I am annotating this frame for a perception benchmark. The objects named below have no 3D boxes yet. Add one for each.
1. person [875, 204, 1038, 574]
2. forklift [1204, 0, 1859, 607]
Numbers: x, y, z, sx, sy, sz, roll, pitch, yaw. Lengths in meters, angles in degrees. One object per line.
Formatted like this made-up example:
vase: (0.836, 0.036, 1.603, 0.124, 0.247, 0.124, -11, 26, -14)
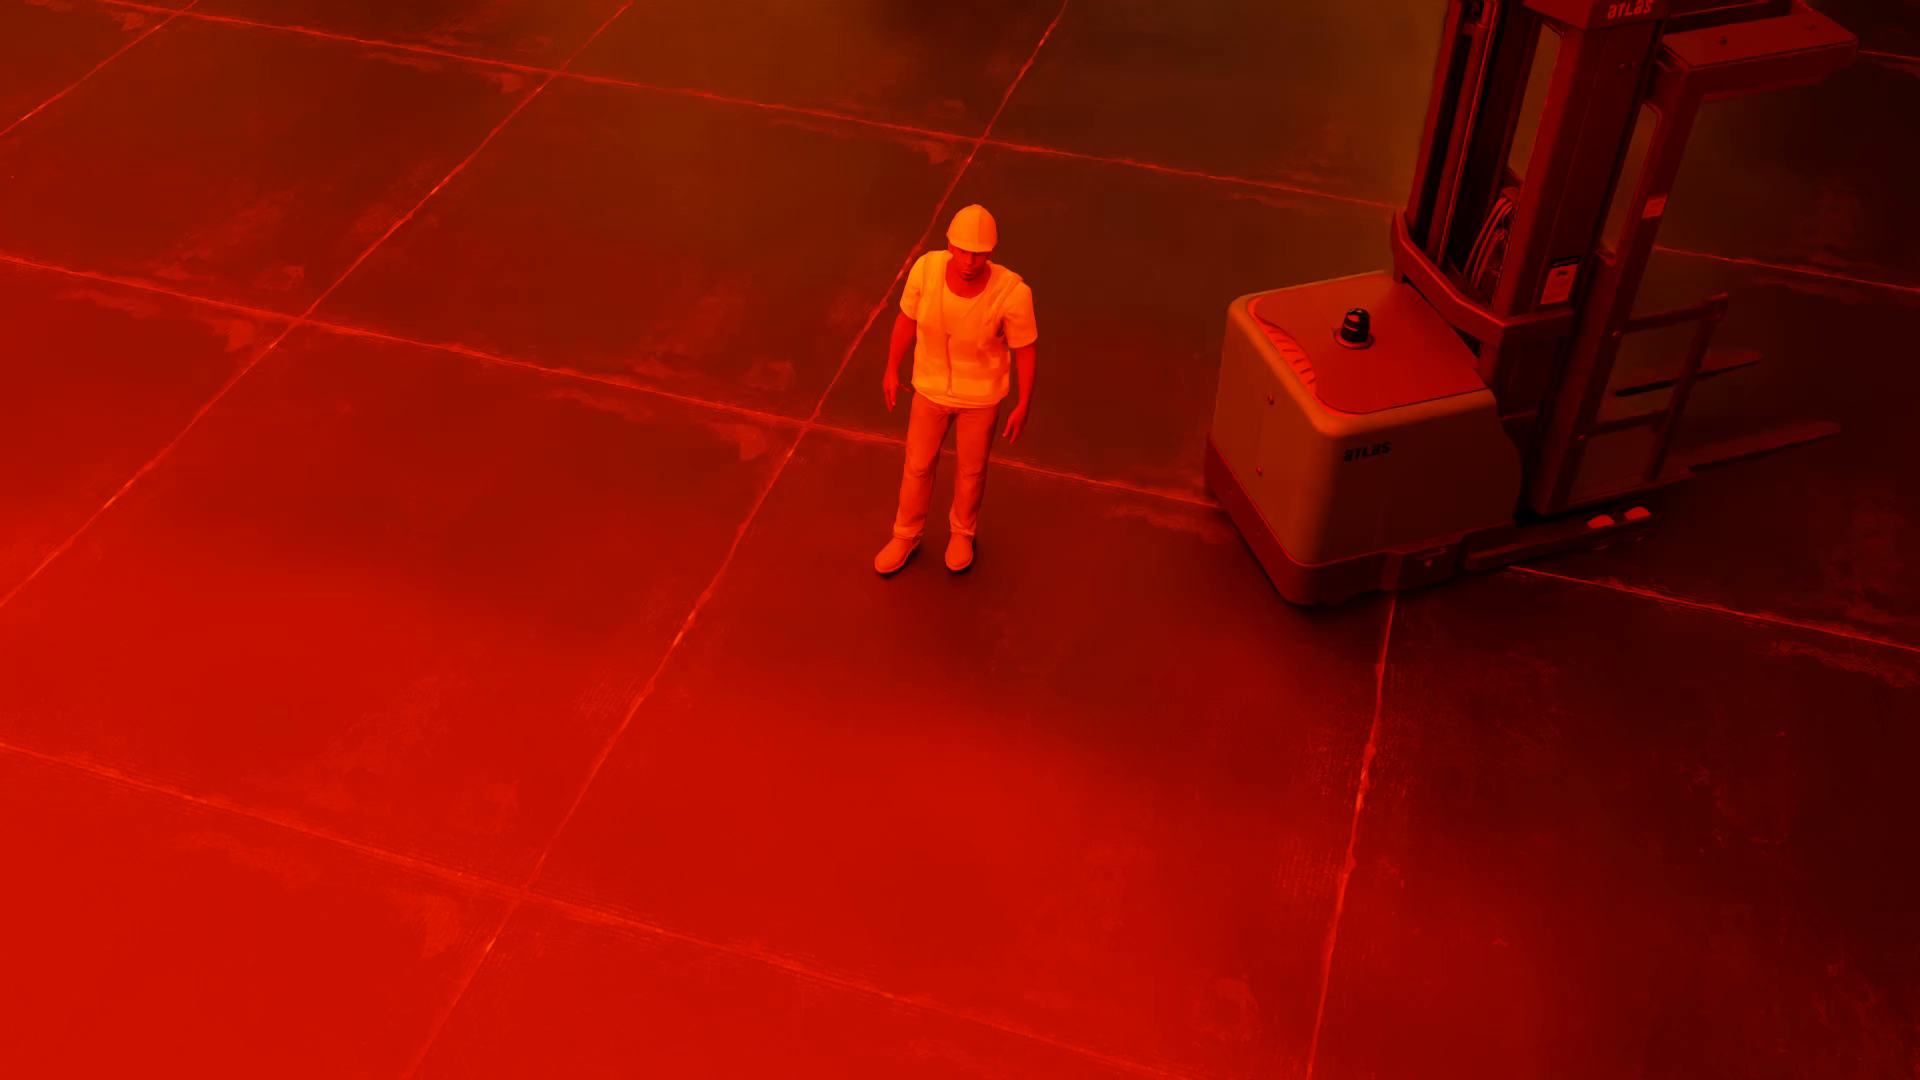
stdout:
person: (-0.027, -0.608, 7.187, 0.665, 1.765, 0.577, 12, 44, 13)
forklift: (2.760, -1.359, 7.150, 3.031, 2.935, 1.130, -12, 44, -13)
